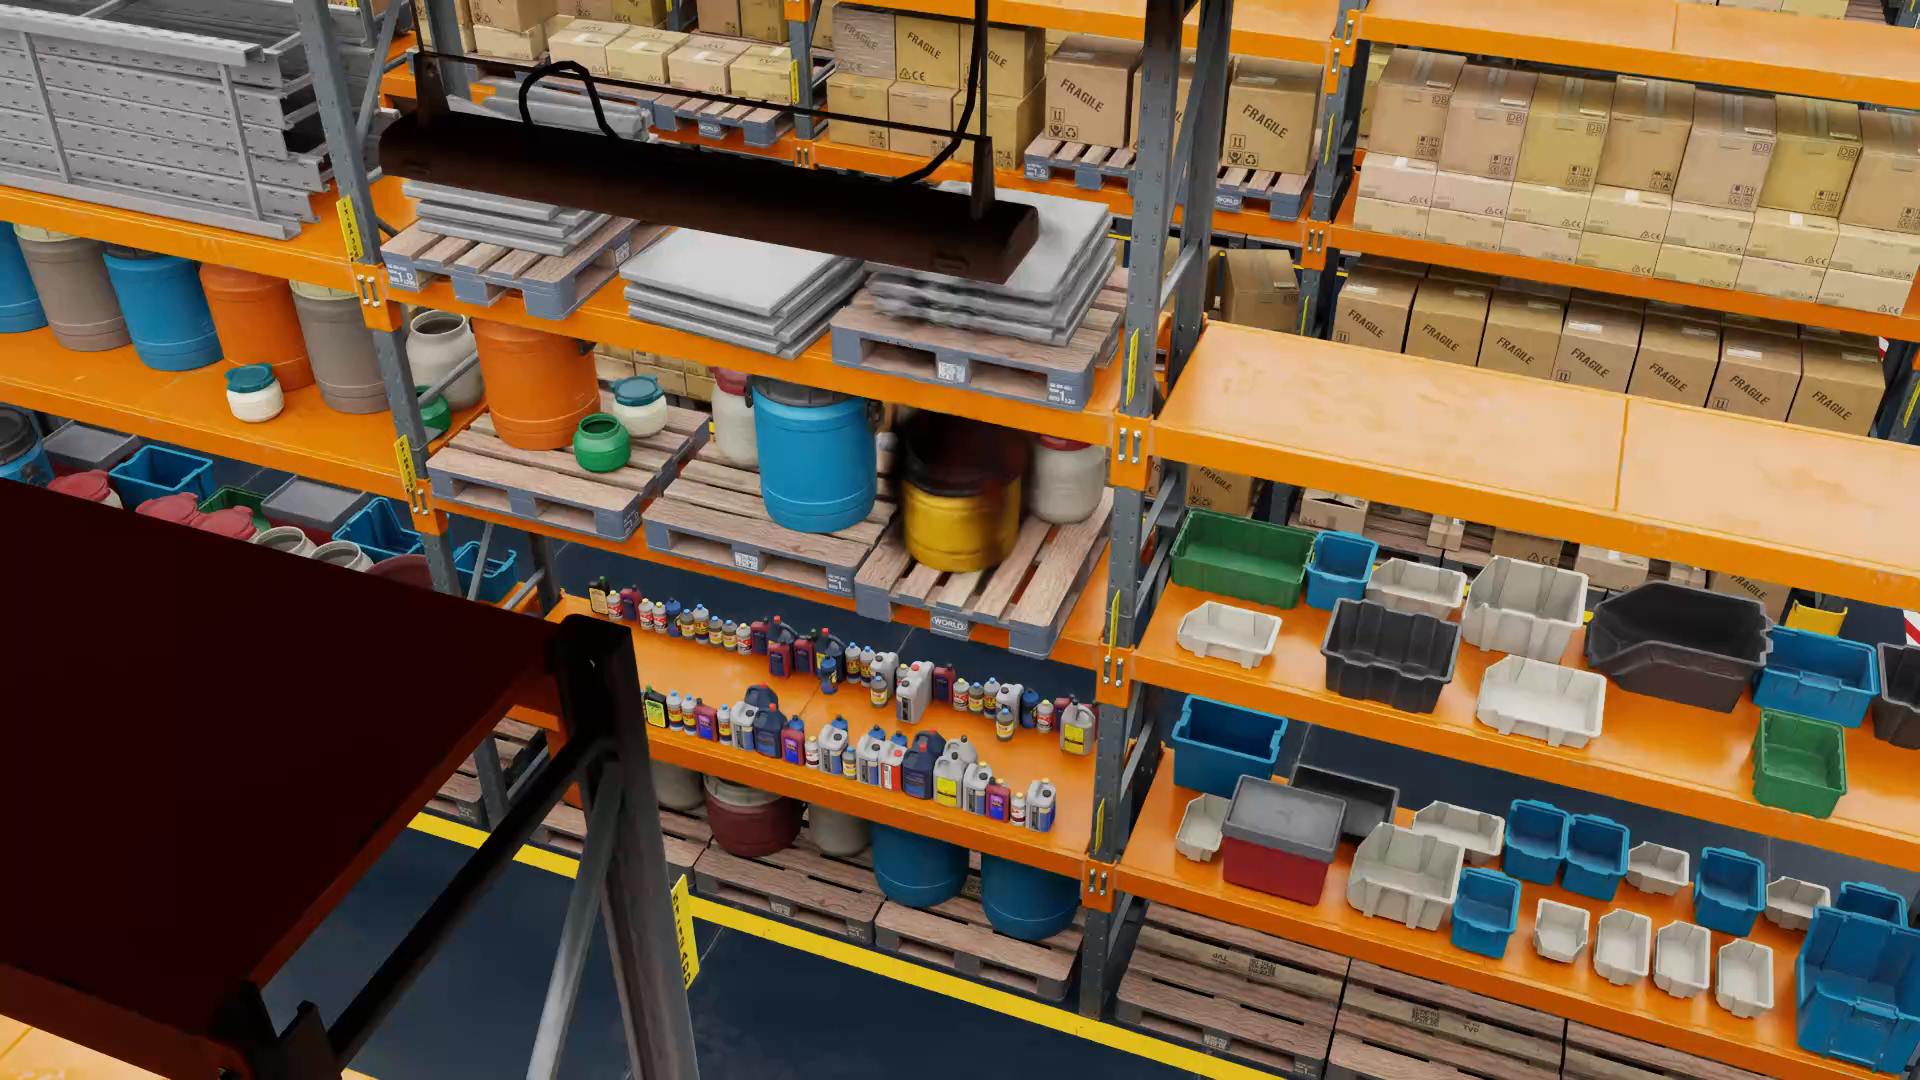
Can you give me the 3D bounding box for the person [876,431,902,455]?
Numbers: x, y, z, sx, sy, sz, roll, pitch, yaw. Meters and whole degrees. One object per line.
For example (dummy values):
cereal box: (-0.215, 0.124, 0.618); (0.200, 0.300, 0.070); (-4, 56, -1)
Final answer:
person: (-0.424, -0.072, 12.142); (0.815, 1.684, 0.549); (3, 37, 4)
